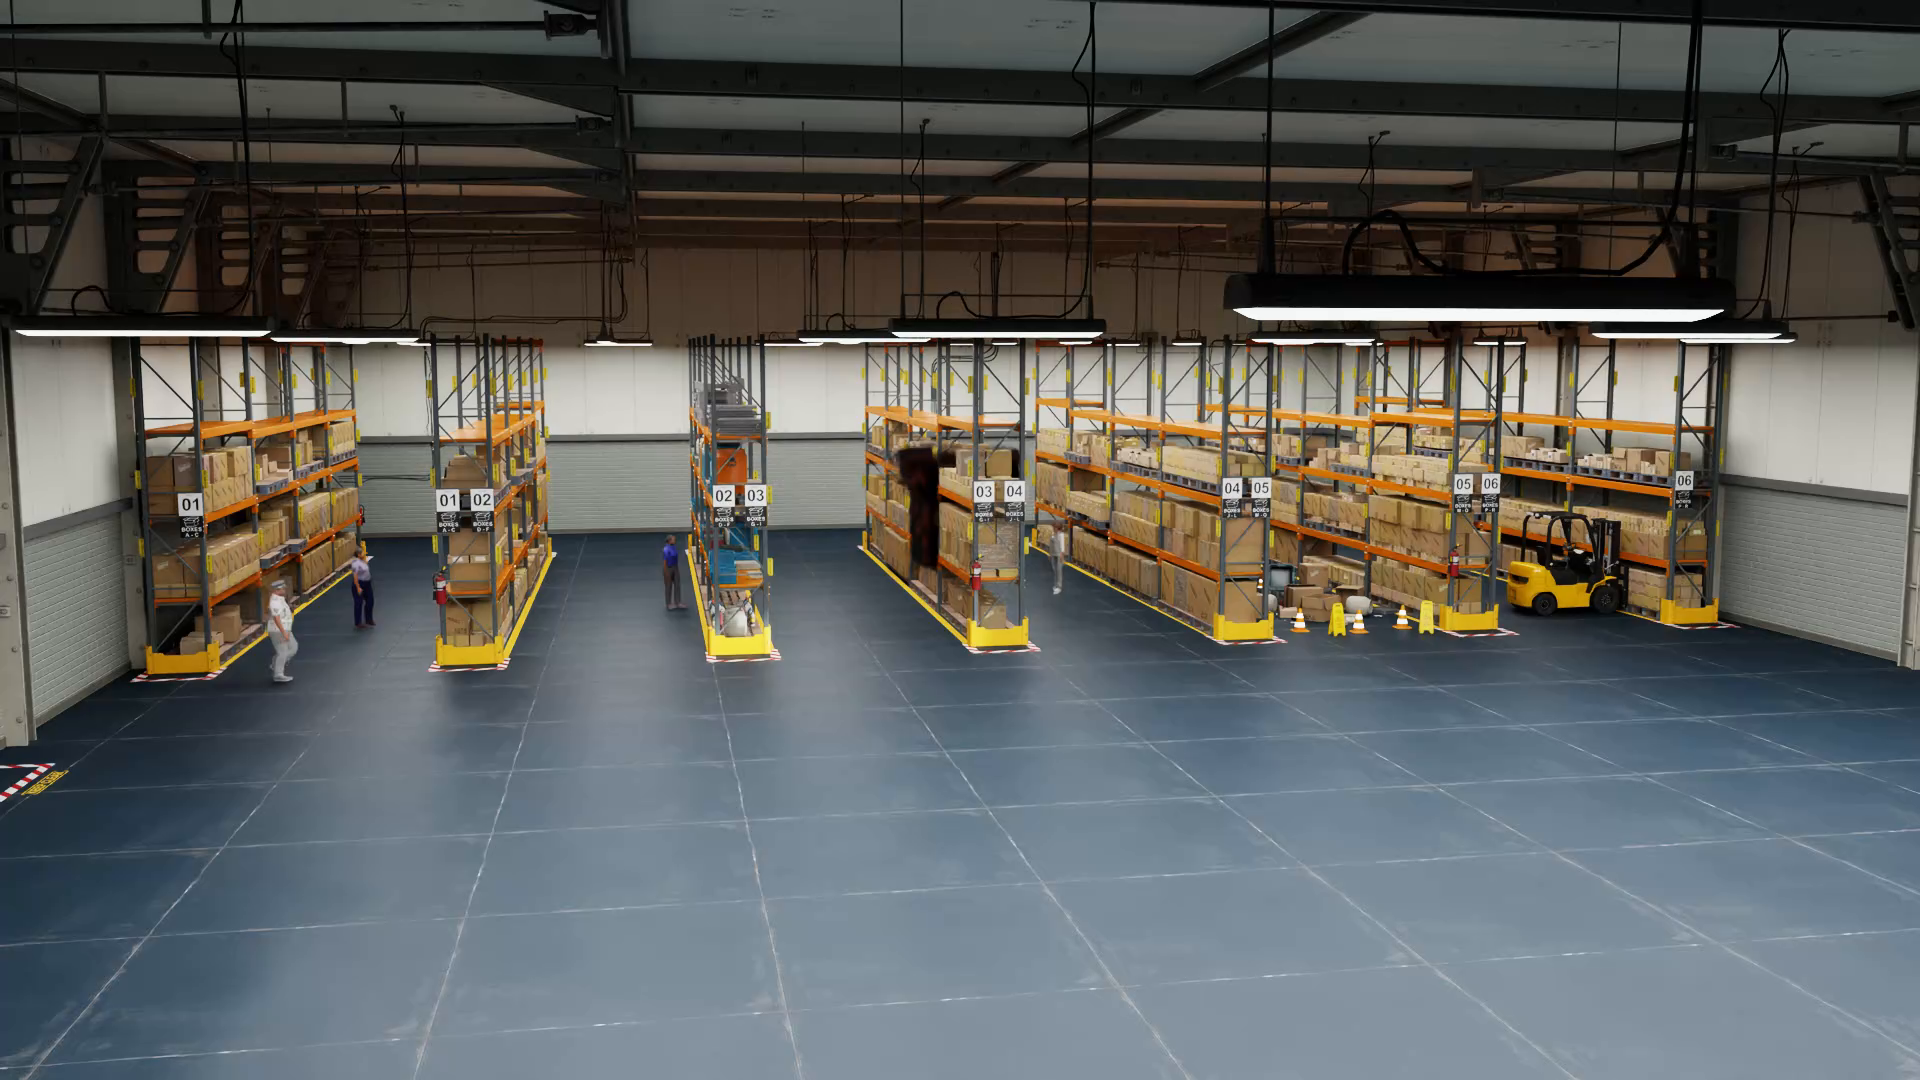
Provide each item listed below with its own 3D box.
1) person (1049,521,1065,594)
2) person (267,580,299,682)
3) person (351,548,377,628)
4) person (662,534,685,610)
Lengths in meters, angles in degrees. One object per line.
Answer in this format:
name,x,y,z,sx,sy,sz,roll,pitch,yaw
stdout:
person,2.174,0.377,37.247,0.423,1.620,0.485,6,9,41
person,-11.699,1.565,28.600,0.488,1.767,0.533,-1,7,-8
person,-12.363,0.997,34.398,0.380,1.697,0.555,3,7,21
person,-6.374,0.736,36.785,0.366,1.598,0.507,5,8,36
